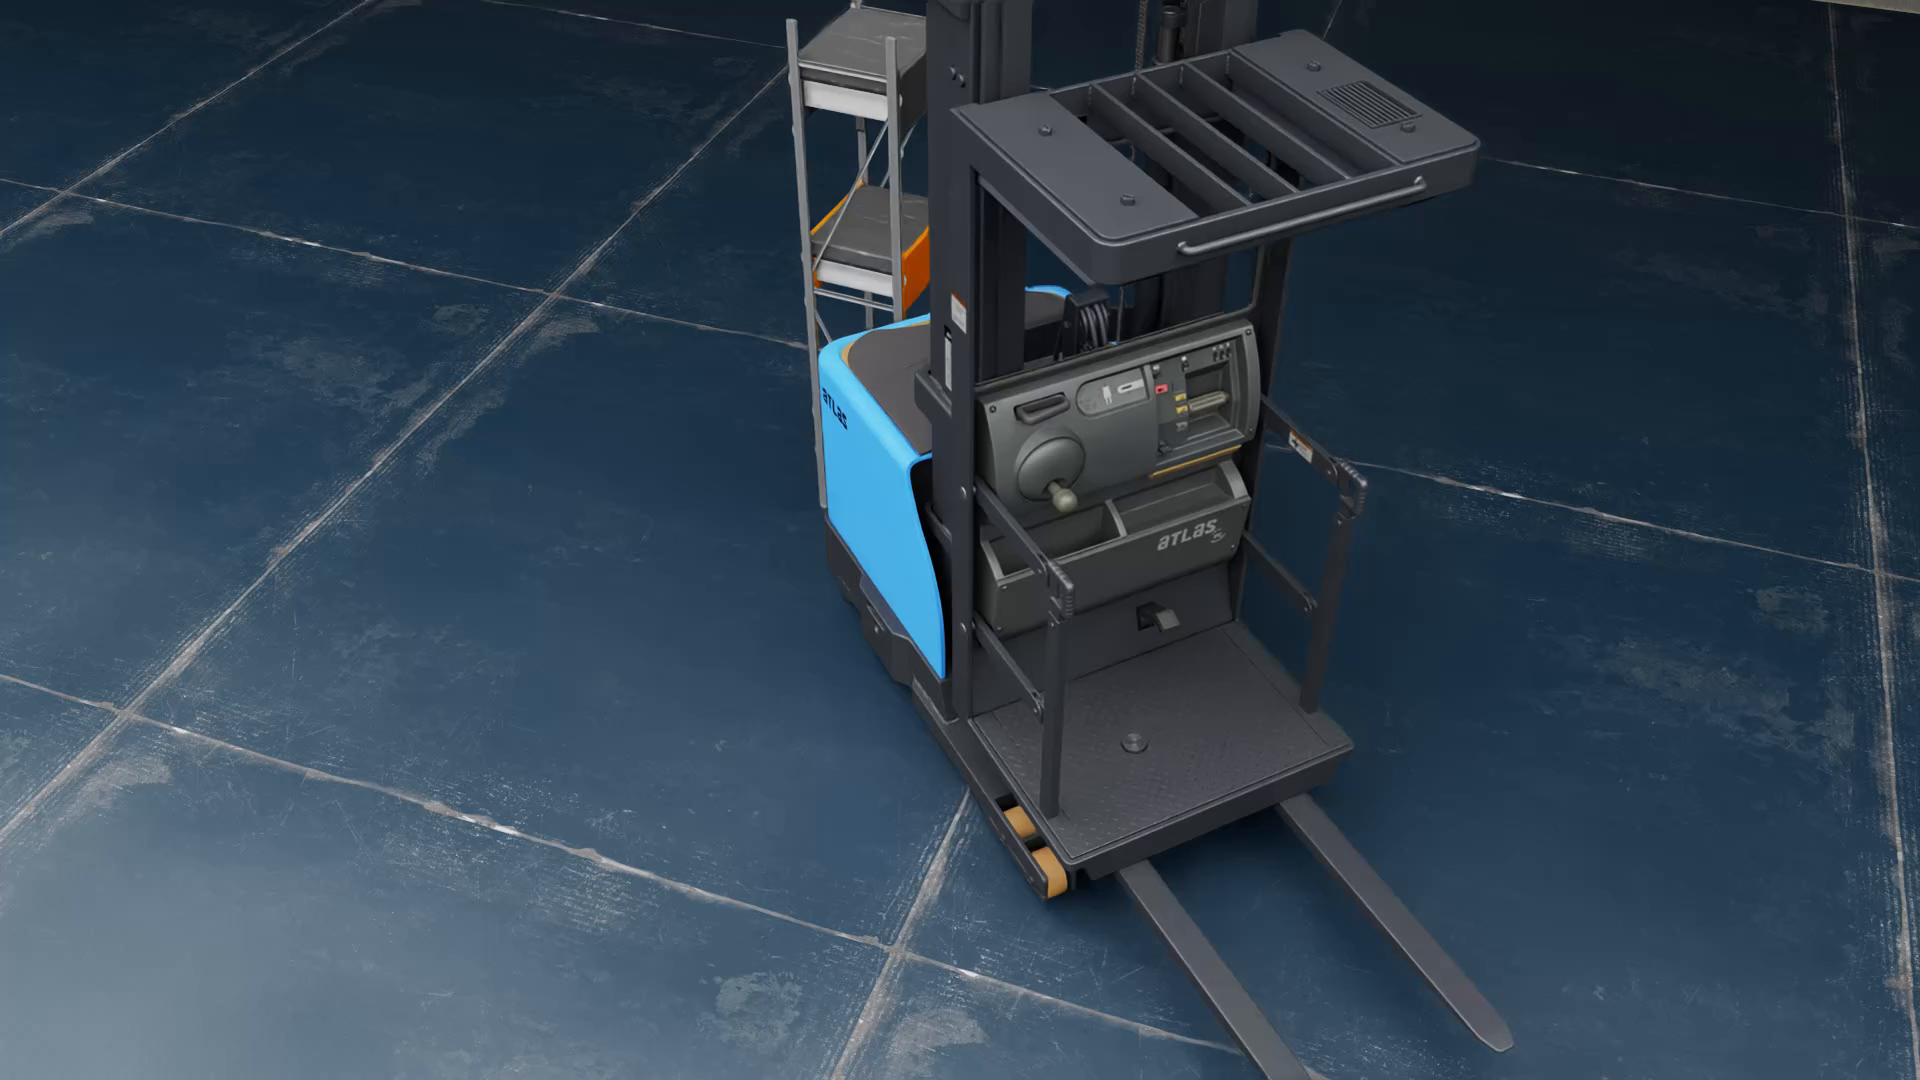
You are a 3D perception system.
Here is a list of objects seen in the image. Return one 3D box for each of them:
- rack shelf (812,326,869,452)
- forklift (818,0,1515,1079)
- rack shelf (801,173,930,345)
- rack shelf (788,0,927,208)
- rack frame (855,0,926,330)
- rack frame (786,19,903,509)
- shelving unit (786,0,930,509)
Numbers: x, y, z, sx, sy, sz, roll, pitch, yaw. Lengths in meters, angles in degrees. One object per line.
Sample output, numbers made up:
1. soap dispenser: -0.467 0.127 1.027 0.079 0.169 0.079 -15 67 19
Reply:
1. rack shelf: -0.297 -0.491 6.807 0.431 0.518 0.480 16 43 18
2. forklift: 0.596 -0.289 4.830 1.130 2.935 3.031 -18 44 -20
3. rack shelf: -0.297 -1.023 6.353 0.431 0.518 0.480 16 43 18
4. rack shelf: -0.297 -1.556 5.898 0.431 0.518 0.480 16 43 18
5. rack frame: -0.201 -1.179 6.514 0.400 2.100 0.015 16 43 18
6. rack frame: -0.394 -0.888 6.173 0.400 2.100 0.015 16 43 18
7. shelving unit: -0.297 -1.034 6.344 0.431 2.100 0.503 16 43 18
